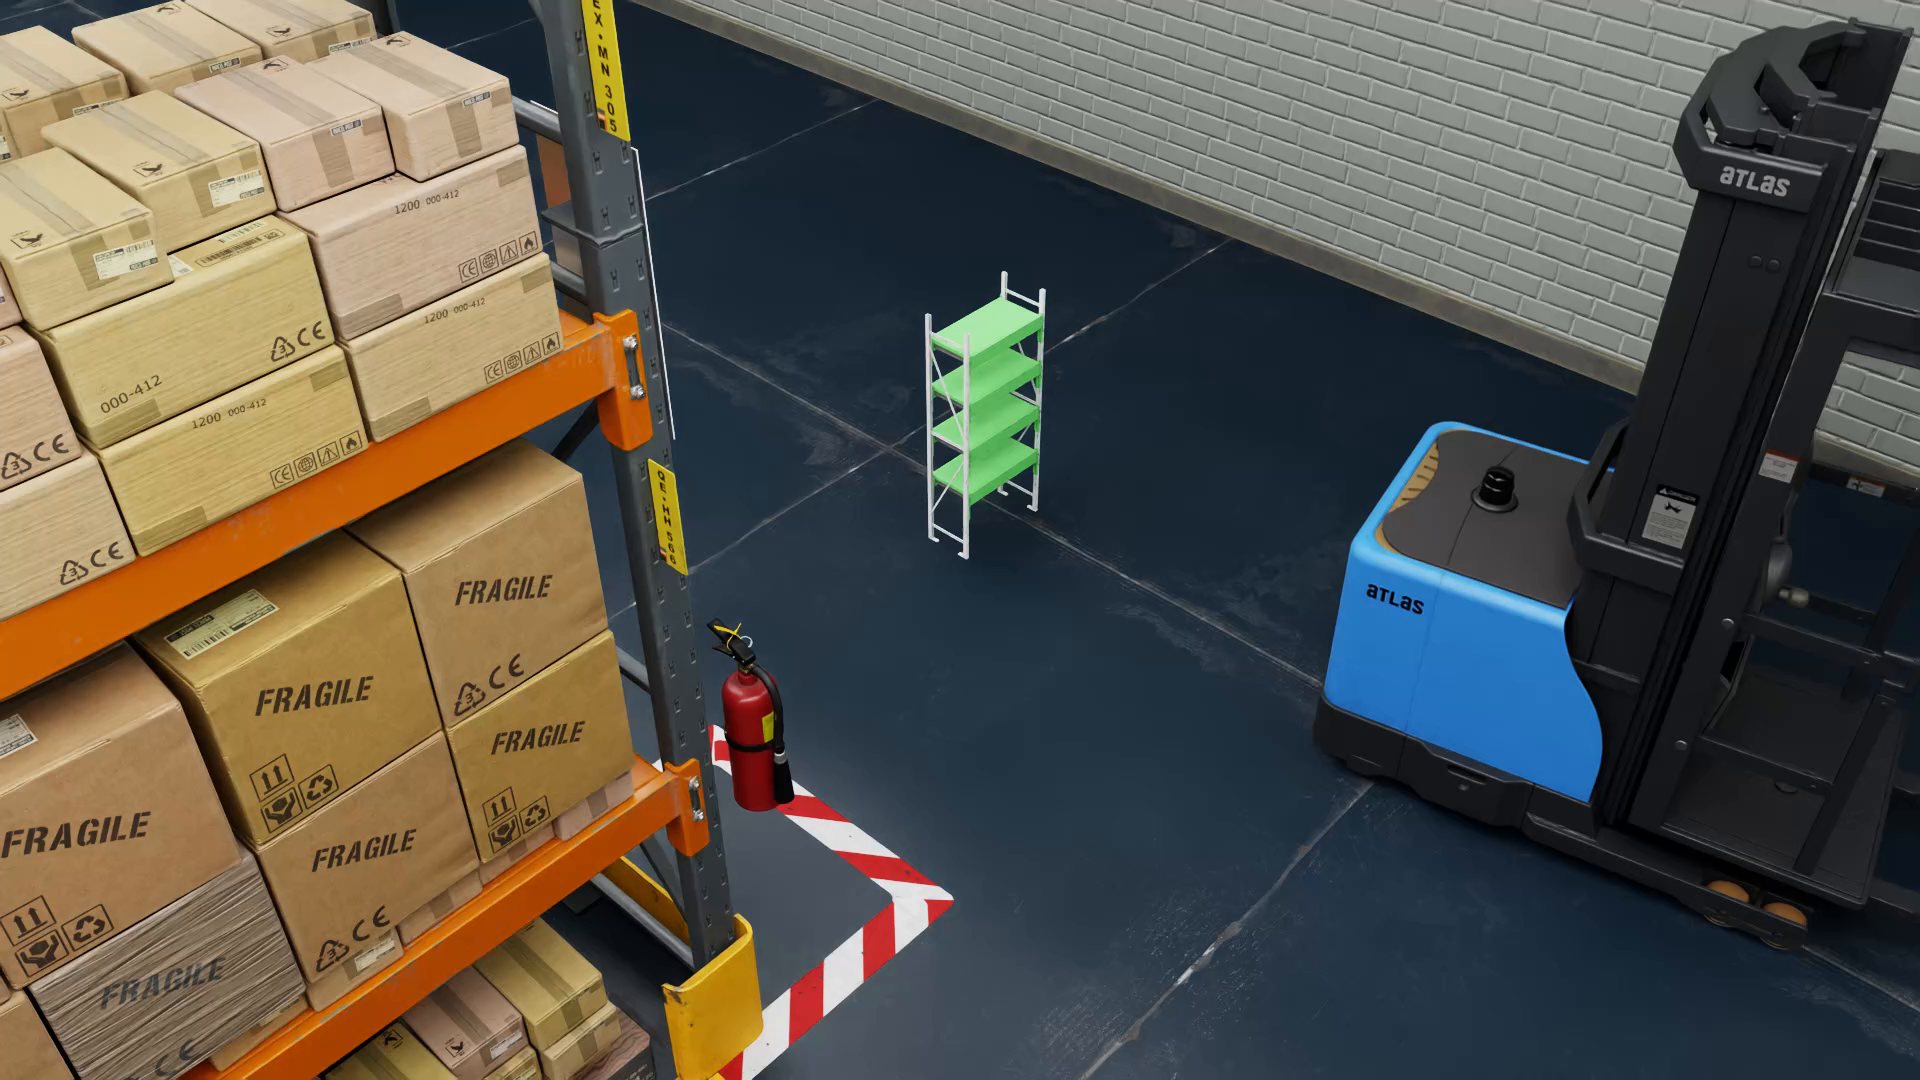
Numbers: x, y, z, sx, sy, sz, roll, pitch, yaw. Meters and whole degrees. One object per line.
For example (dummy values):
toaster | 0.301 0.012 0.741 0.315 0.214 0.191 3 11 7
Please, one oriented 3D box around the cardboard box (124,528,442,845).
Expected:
cardboard box | -1.605 0.280 3.865 0.500 0.500 0.500 28 46 31

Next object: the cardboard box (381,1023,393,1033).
cardboard box | -1.844 1.492 5.416 0.380 0.149 0.250 29 47 32

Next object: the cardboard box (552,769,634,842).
cardboard box | -1.149 0.647 4.729 0.380 0.149 0.250 30 47 32

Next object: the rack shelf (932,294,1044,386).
rack shelf | 0.112 -0.871 7.213 0.258 0.148 0.480 30 47 32

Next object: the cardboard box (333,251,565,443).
cardboard box | -1.249 -0.515 3.699 0.500 0.250 0.500 29 47 31

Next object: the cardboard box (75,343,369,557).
cardboard box | -1.588 -0.278 3.400 0.500 0.250 0.500 30 47 32

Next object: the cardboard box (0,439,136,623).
cardboard box | -1.933 -0.056 3.120 0.500 0.250 0.500 32 48 34

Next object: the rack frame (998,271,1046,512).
rack frame | 0.276 -0.658 7.613 0.240 1.200 0.015 30 47 32

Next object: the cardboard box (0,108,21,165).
cardboard box | -2.111 -0.819 3.358 0.380 0.149 0.250 30 48 32

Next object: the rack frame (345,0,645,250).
rack frame | -1.138 -2.068 3.121 1.000 3.000 0.127 30 47 32

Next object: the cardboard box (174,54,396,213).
cardboard box | -1.368 -0.830 3.372 0.380 0.149 0.250 30 48 32

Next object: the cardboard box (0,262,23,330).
cardboard box | -1.870 -0.463 2.910 0.380 0.149 0.250 29 47 31

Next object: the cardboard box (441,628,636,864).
cardboard box | -1.251 0.439 4.469 0.500 0.500 0.500 31 48 33

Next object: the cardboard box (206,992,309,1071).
cardboard box | -1.857 1.102 4.155 0.380 0.149 0.250 27 46 30

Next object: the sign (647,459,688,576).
sign | -0.742 -0.055 4.225 0.100 0.325 0.005 30 47 32

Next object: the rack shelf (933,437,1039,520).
rack shelf | 0.112 -0.308 7.661 0.258 0.148 0.480 30 47 32

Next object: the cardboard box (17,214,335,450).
cardboard box | -1.605 -0.477 3.249 0.500 0.250 0.500 28 46 31

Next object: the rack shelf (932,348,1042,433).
rack shelf | 0.112 -0.684 7.363 0.258 0.148 0.480 30 47 32

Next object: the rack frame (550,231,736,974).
rack frame | -1.138 0.280 4.988 1.000 3.000 0.127 30 47 32

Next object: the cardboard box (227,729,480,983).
cardboard box | -1.602 0.673 4.174 0.500 0.500 0.500 29 47 31

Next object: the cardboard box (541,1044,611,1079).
cardboard box | -1.339 1.561 5.330 0.380 0.149 0.250 30 48 33

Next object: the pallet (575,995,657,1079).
pallet | -1.763 1.765 5.361 1.003 0.211 1.213 30 47 32

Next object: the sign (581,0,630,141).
sign | -0.742 -0.998 3.474 0.100 0.325 0.005 30 47 32

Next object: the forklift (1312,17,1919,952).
forklift | 2.935 -0.072 5.486 3.031 2.935 1.130 21 43 24

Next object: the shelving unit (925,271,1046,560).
shelving unit | 0.112 -0.546 7.472 0.258 1.200 0.503 30 47 32

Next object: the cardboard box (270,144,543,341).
cardboard box | -1.261 -0.713 3.545 0.500 0.250 0.500 28 46 31

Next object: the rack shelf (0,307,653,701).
rack shelf | -2.487 0.306 3.123 1.077 0.370 4.000 30 47 32

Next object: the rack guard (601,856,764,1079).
rack guard | -1.189 1.293 5.722 1.175 0.500 0.348 30 47 32

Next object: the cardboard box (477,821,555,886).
cardboard box | -1.345 0.745 4.605 0.380 0.149 0.250 30 47 32

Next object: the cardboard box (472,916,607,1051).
cardboard box | -1.308 1.348 5.120 0.380 0.149 0.250 30 47 32

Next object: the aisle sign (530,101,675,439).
aisle sign | -0.867 -0.645 4.063 0.394 0.787 0.004 30 47 32

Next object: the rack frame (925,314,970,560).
rack frame | -0.053 -0.434 7.331 0.240 1.200 0.015 30 47 32

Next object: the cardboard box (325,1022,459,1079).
cardboard box | -1.601 1.612 4.788 0.380 0.149 0.250 29 47 31

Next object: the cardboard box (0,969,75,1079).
cardboard box | -2.281 1.135 3.593 0.500 0.500 0.500 -32 48 -33

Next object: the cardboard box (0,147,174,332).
cardboard box | -1.655 -0.554 3.025 0.380 0.149 0.250 30 48 32

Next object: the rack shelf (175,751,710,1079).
rack shelf | -2.487 1.480 4.056 1.077 0.370 4.000 30 47 32

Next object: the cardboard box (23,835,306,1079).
cardboard box | -1.937 0.910 3.876 0.500 0.500 0.500 30 47 32

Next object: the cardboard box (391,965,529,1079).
cardboard box | -1.520 1.439 5.005 0.380 0.149 0.250 31 48 33

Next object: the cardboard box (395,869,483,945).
cardboard box | -1.503 0.867 4.452 0.380 0.149 0.250 29 47 31

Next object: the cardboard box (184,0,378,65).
cardboard box | -1.525 -1.134 3.754 0.380 0.149 0.250 29 47 32

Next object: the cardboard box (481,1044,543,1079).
cardboard box | -1.499 1.575 5.074 0.380 0.149 0.250 28 47 31

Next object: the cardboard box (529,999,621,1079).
cardboard box | -1.283 1.477 5.196 0.380 0.149 0.250 28 46 31

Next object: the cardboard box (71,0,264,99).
cardboard box | -1.710 -1.024 3.617 0.380 0.149 0.250 32 48 33

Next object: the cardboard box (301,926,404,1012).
cardboard box | -1.658 0.994 4.292 0.380 0.149 0.250 31 48 33

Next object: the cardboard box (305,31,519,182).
cardboard box | -1.145 -0.911 3.474 0.380 0.149 0.250 29 47 32

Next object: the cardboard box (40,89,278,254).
cardboard box | -1.556 -0.721 3.235 0.380 0.149 0.250 28 46 31

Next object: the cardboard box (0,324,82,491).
cardboard box | -1.952 -0.243 2.954 0.500 0.250 0.500 30 48 32

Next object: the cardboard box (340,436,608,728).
cardboard box | -1.263 0.048 4.157 0.500 0.500 0.500 29 47 31

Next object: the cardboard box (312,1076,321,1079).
cardboard box | -1.822 1.704 4.672 0.380 0.149 0.250 28 46 30

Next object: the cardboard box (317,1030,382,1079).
cardboard box | -2.007 1.500 5.168 0.380 0.149 0.250 30 47 32

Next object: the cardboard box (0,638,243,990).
cardboard box | -1.949 0.523 3.559 0.500 0.500 0.500 -32 48 -33

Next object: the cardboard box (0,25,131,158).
cardboard box | -1.947 -0.930 3.498 0.380 0.149 0.250 30 47 32

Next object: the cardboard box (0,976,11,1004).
cardboard box | -2.303 0.767 3.252 0.500 0.500 0.500 28 46 31

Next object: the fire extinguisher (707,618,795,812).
fire extinguisher | -0.627 0.534 5.030 0.296 0.674 0.183 30 47 32

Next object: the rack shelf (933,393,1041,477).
rack shelf | 0.112 -0.496 7.512 0.258 0.148 0.480 30 47 32
